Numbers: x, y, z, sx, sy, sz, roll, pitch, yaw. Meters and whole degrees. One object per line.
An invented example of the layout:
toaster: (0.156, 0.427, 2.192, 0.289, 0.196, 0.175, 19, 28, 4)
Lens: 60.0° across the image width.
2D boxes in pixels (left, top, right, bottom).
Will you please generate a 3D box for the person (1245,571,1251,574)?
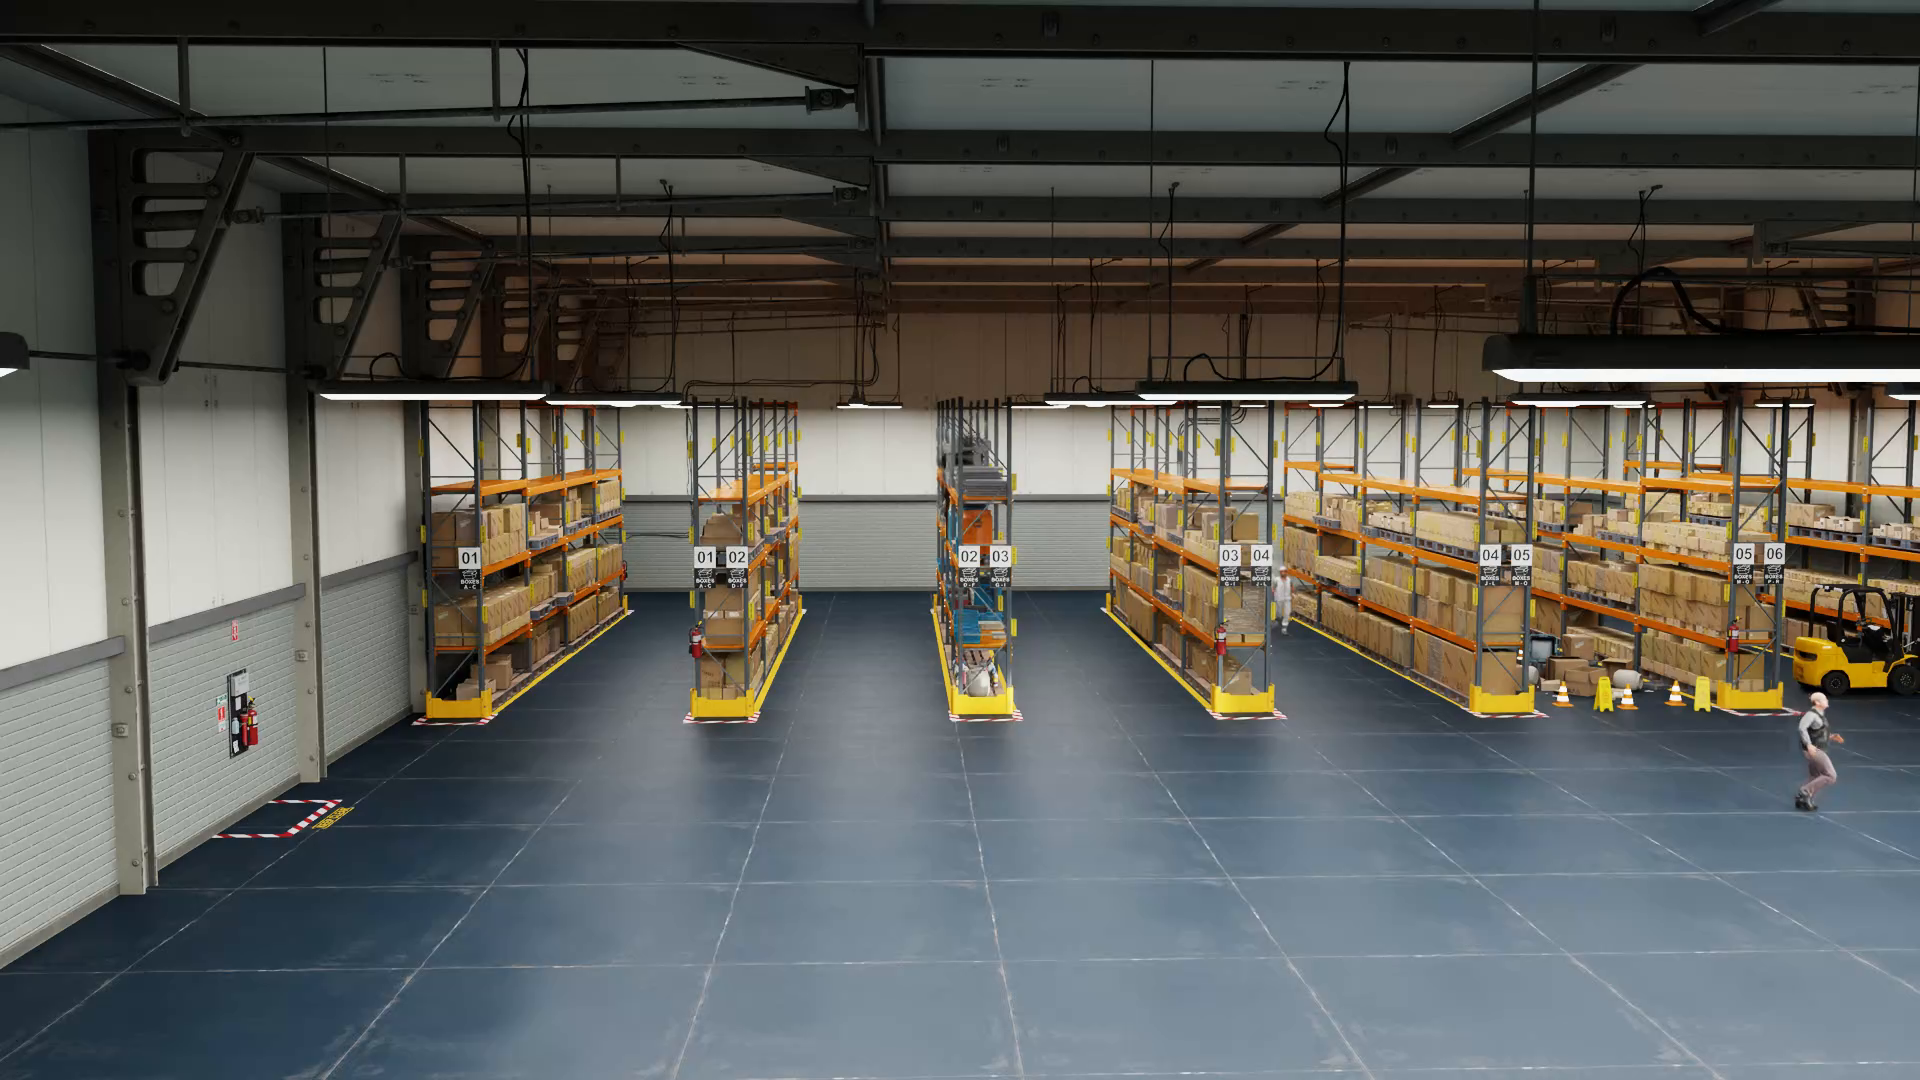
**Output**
person: (7.948, 1.318, 46.897, 0.534, 1.451, 0.735, 1, 4, 10)

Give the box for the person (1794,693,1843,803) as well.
person: (12.336, 2.999, 23.869, 0.601, 1.625, 0.667, 2, 5, 28)

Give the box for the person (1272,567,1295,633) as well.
person: (8.314, 1.528, 42.782, 0.669, 1.699, 0.666, 0, 4, -4)
